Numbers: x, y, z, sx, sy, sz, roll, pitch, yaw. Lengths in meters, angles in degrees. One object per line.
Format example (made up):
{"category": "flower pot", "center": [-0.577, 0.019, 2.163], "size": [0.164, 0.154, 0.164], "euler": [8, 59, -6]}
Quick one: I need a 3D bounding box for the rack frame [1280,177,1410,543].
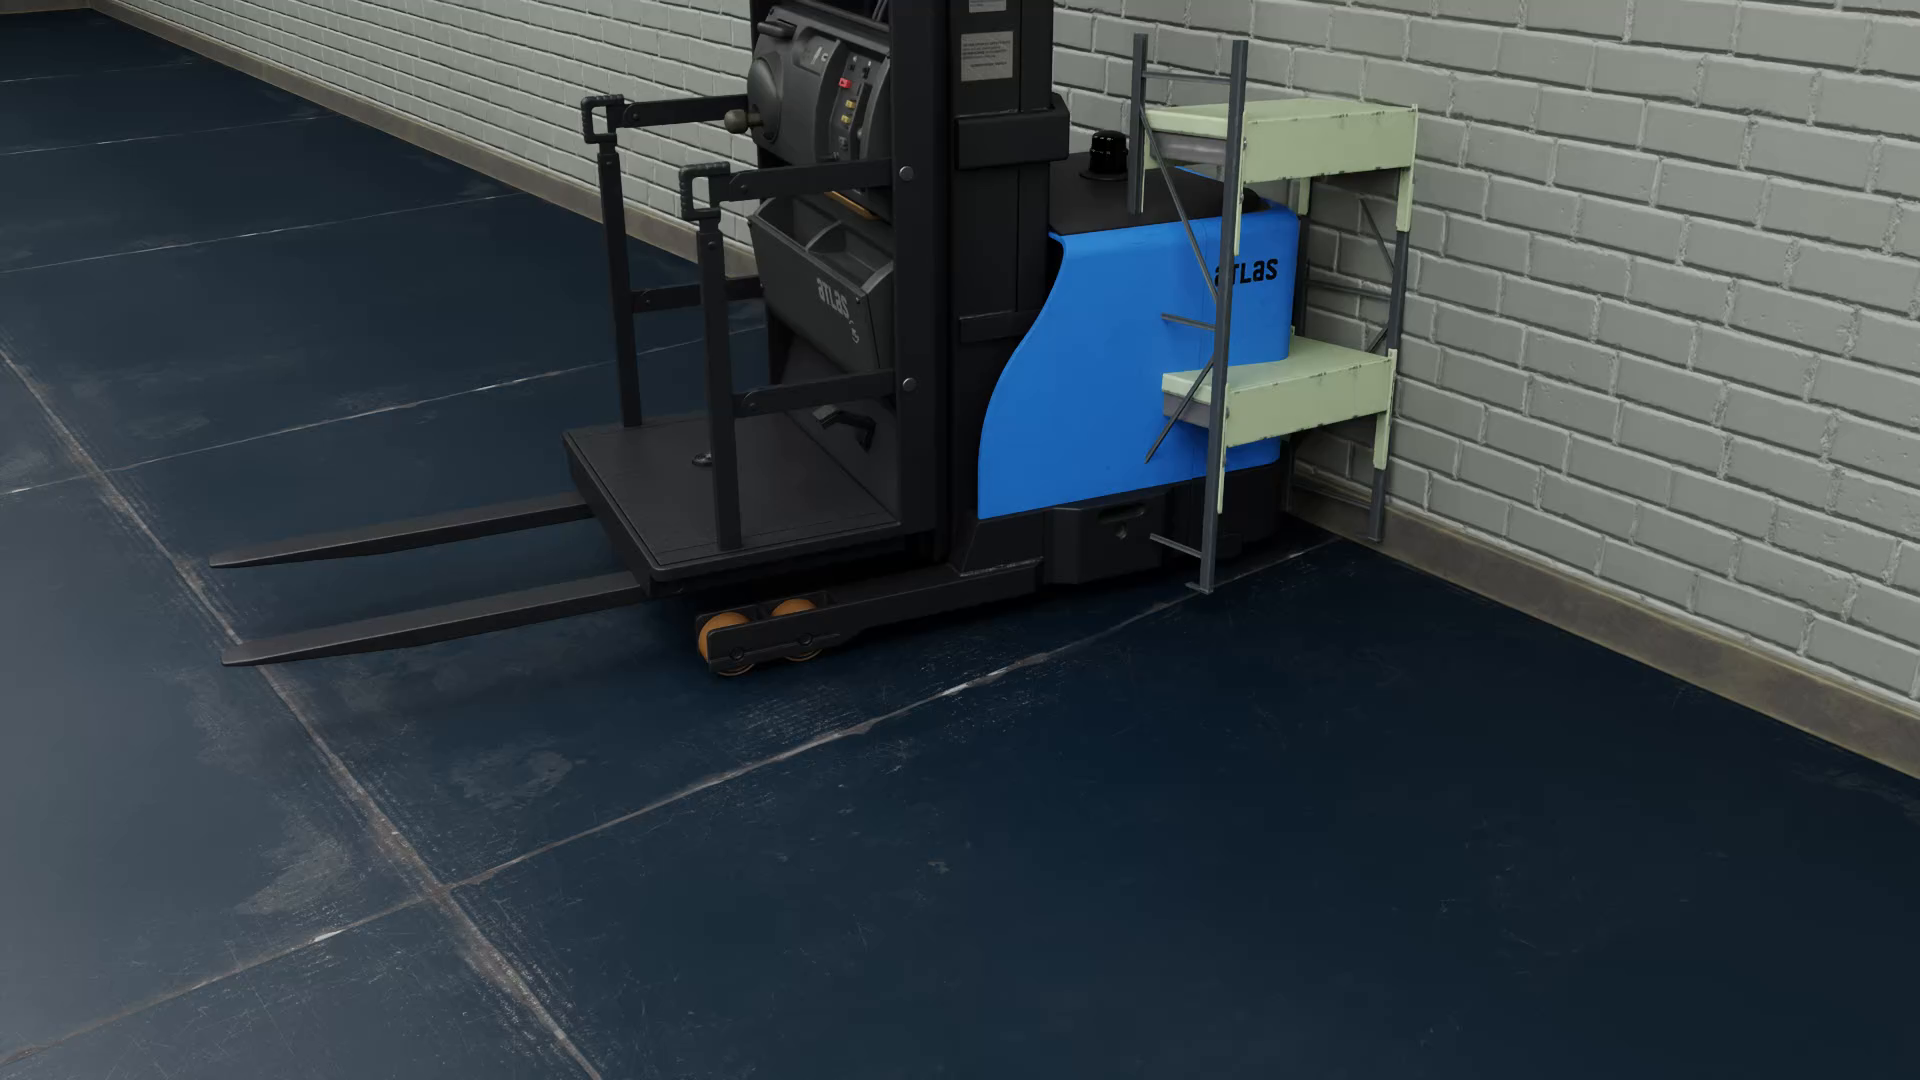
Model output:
{"category": "rack frame", "center": [1.172, -0.752, 5.015], "size": [0.023, 1.500, 0.400], "euler": [-14, 24, -35]}

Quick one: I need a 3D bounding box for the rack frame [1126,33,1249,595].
{"category": "rack frame", "center": [0.592, -0.608, 4.593], "size": [0.023, 1.500, 0.400], "euler": [-14, 24, -35]}

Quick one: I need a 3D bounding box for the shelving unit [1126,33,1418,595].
{"category": "shelving unit", "center": [0.882, -0.680, 4.804], "size": [0.755, 1.500, 0.431], "euler": [-14, 24, -35]}

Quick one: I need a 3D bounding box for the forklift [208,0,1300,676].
{"category": "forklift", "center": [-0.571, -1.218, 4.393], "size": [3.031, 2.935, 1.130], "euler": [-11, 27, -22]}

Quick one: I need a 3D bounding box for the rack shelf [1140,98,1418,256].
{"category": "rack shelf", "center": [0.886, -1.048, 4.673], "size": [0.720, 0.370, 0.431], "euler": [-14, 24, -35]}

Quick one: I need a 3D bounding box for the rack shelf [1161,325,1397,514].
{"category": "rack shelf", "center": [0.879, -0.373, 4.914], "size": [0.720, 0.370, 0.431], "euler": [-14, 24, -35]}
